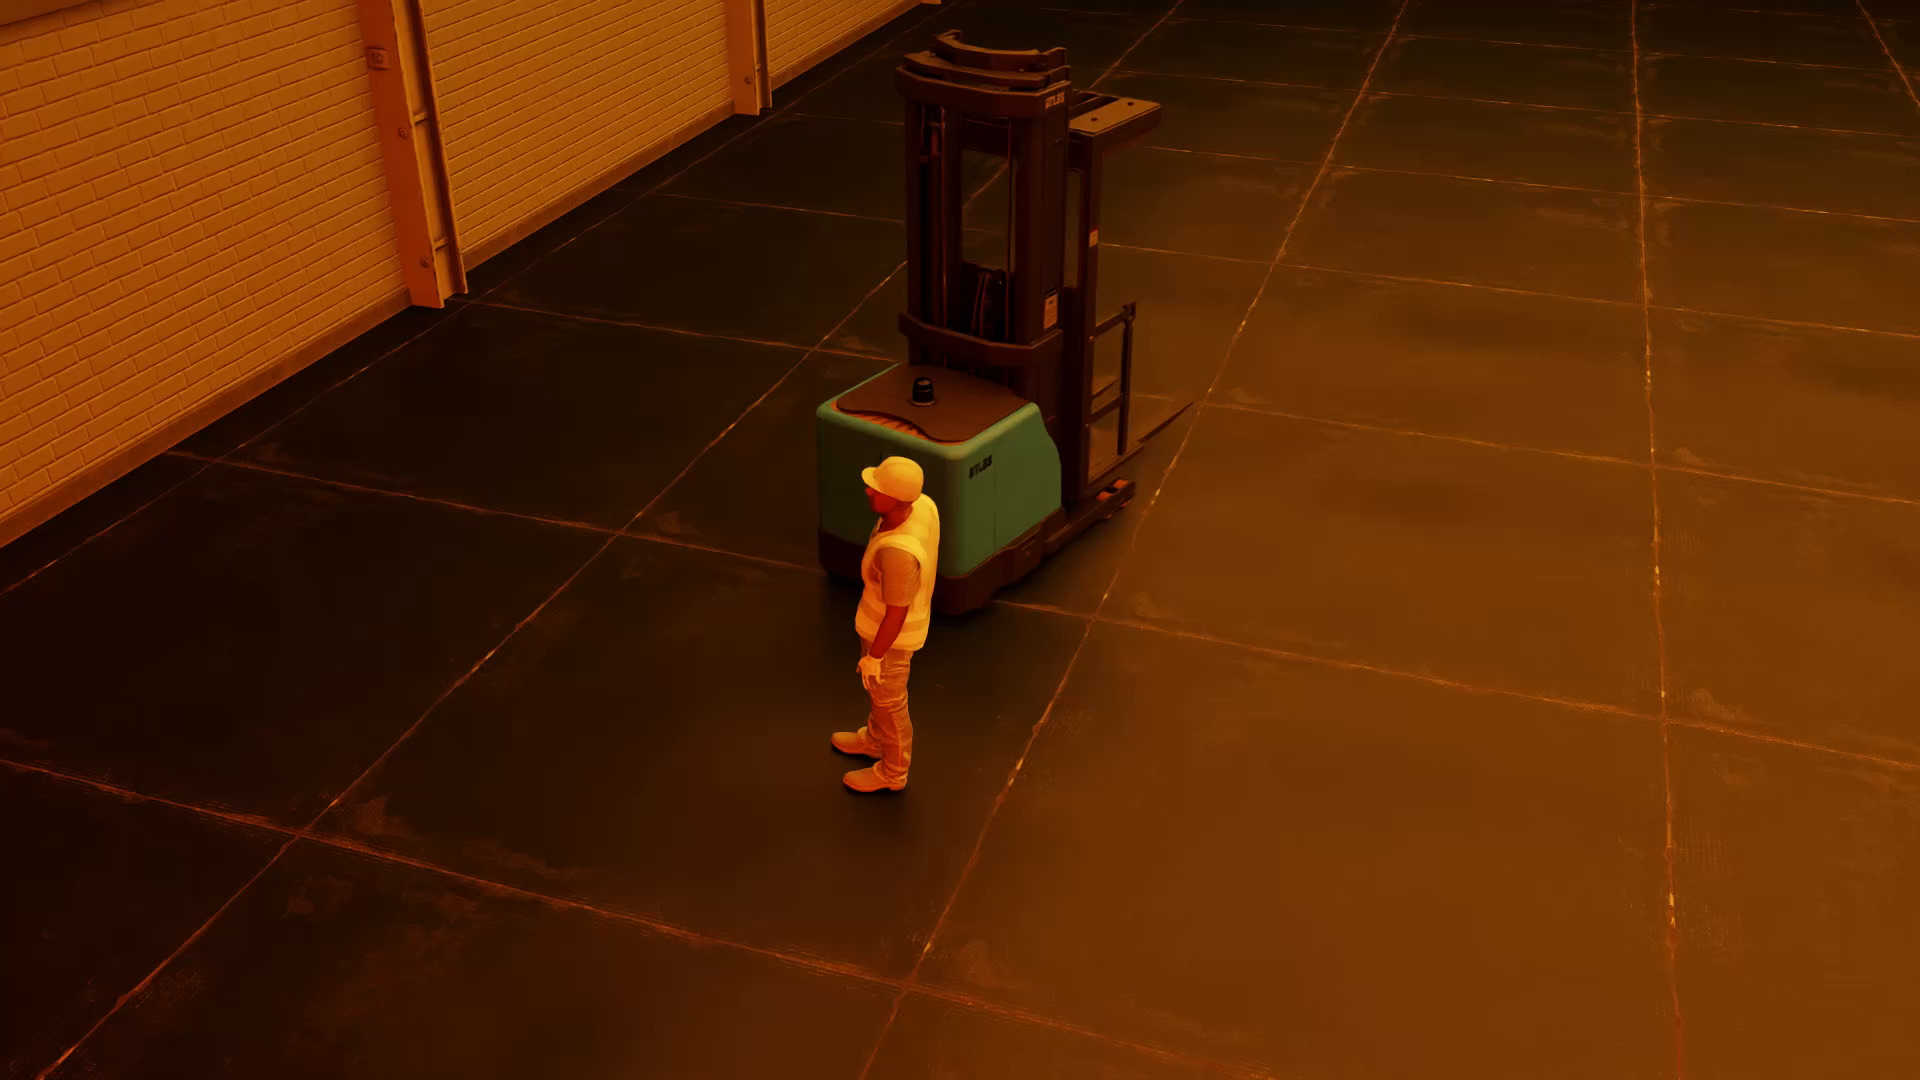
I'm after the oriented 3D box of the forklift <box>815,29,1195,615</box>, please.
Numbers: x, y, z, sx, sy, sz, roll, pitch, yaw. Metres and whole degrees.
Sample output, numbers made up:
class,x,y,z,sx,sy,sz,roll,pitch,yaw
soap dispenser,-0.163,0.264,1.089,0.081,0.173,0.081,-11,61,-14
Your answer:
class,x,y,z,sx,sy,sz,roll,pitch,yaw
forklift,0.448,-1.533,9.826,1.130,2.935,3.031,20,35,31

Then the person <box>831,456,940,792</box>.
class,x,y,z,sx,sy,sz,roll,pitch,yaw
person,-0.388,0.390,7.598,0.579,1.781,0.656,4,30,6
